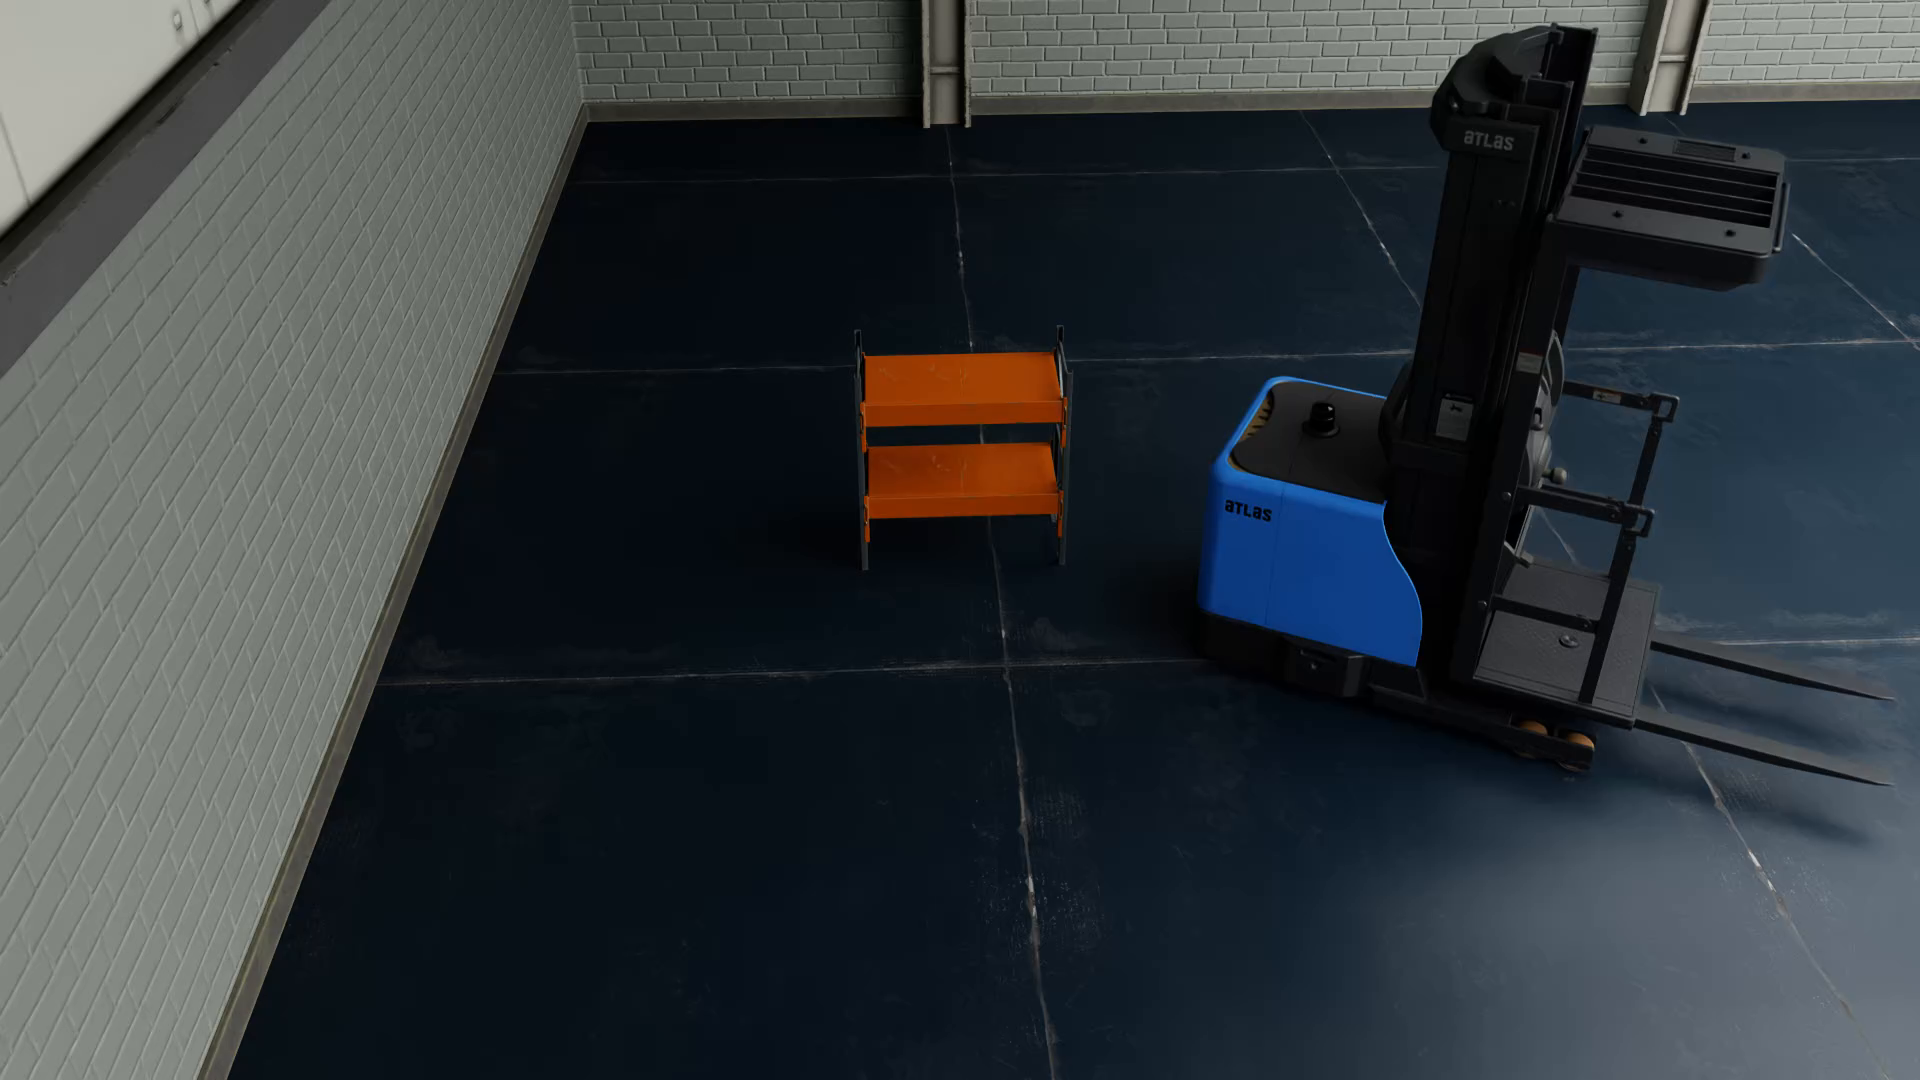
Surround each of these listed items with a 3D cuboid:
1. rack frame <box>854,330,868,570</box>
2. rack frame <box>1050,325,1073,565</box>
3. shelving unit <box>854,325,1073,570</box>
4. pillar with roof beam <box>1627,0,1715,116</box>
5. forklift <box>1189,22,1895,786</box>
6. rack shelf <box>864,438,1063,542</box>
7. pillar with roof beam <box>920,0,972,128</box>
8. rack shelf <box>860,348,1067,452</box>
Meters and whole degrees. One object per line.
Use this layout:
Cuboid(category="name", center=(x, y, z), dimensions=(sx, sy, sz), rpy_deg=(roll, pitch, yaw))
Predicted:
Cuboid(category="rack frame", center=(-0.501, -0.449, 8.447), dimensions=(0.032, 1.125, 0.500), rpy_deg=(-2, 35, -2))
Cuboid(category="rack frame", center=(0.515, -0.476, 8.486), dimensions=(0.032, 1.125, 0.500), rpy_deg=(-2, 35, -2))
Cuboid(category="shelving unit", center=(0.007, -0.463, 8.466), dimensions=(1.048, 1.125, 0.538), rpy_deg=(-2, 35, -2))
Cuboid(category="pillar with roof beam", center=(6.082, -4.899, 7.957), dimensions=(0.400, 9.000, 9.100), rpy_deg=(-2, 35, -2))
Cuboid(category="forklift", center=(2.657, -0.536, 6.985), dimensions=(3.031, 2.935, 1.130), rpy_deg=(15, 37, 20))
Cuboid(category="rack shelf", center=(0.007, -0.262, 8.606), dimensions=(1.000, 0.278, 0.538), rpy_deg=(-2, 35, -2))
Cuboid(category="pillar with roof beam", center=(0.089, -4.737, 7.724), dimensions=(0.400, 9.000, 9.100), rpy_deg=(-2, 35, -2))
Cuboid(category="rack shelf", center=(0.007, -0.703, 8.300), dimensions=(1.000, 0.278, 0.538), rpy_deg=(-2, 35, -2))
